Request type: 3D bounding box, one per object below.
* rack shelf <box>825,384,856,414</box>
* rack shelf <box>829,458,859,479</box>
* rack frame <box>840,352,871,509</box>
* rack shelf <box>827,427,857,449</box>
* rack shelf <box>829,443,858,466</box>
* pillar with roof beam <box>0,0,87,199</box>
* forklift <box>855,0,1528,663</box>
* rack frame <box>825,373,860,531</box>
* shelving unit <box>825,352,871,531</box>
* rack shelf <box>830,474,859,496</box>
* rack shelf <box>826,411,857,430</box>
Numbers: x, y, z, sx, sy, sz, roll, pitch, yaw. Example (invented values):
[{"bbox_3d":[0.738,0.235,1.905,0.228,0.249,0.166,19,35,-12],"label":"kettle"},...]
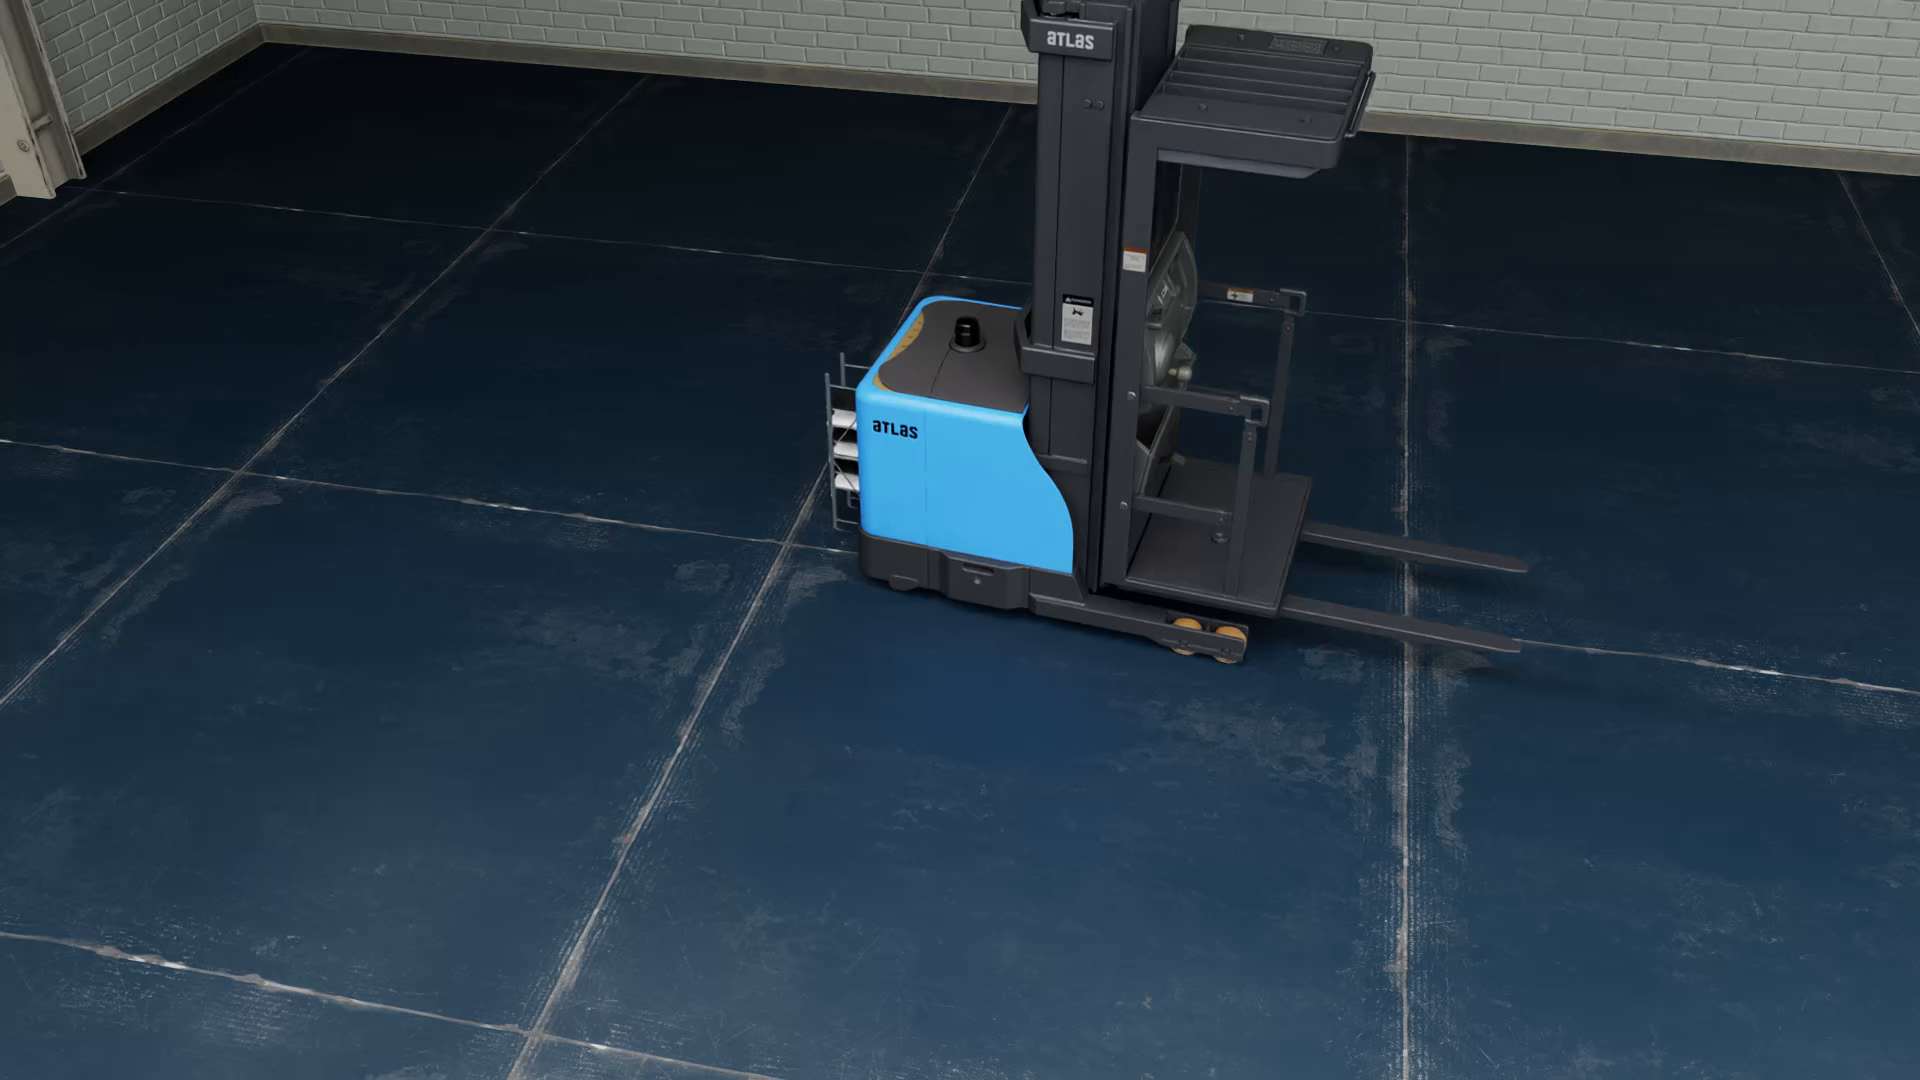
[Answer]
[{"bbox_3d":[-0.488,-0.647,7.972,0.258,0.077,0.200,10,37,14],"label":"rack shelf"},{"bbox_3d":[-0.488,-0.355,8.184,0.258,0.077,0.200,10,37,14],"label":"rack shelf"},{"bbox_3d":[-0.458,-0.512,8.190,0.240,0.900,0.006,10,37,14],"label":"rack frame"},{"bbox_3d":[-0.488,-0.501,8.078,0.258,0.077,0.200,10,37,14],"label":"rack shelf"},{"bbox_3d":[-0.488,-0.428,8.131,0.258,0.077,0.200,10,37,14],"label":"rack shelf"},{"bbox_3d":[-2.187,-5.596,8.304,9.100,9.000,0.400,7,37,10],"label":"pillar with roof beam"},{"bbox_3d":[1.094,-0.984,7.110,3.031,2.935,1.130,11,37,15],"label":"forklift"},{"bbox_3d":[-0.517,-0.398,8.032,0.240,0.900,0.006,10,37,14],"label":"rack frame"},{"bbox_3d":[-0.488,-0.455,8.111,0.258,0.900,0.210,10,37,14],"label":"shelving unit"},{"bbox_3d":[-0.488,-0.282,8.236,0.258,0.077,0.200,10,37,14],"label":"rack shelf"},{"bbox_3d":[-0.488,-0.574,8.025,0.258,0.077,0.200,10,37,14],"label":"rack shelf"}]
